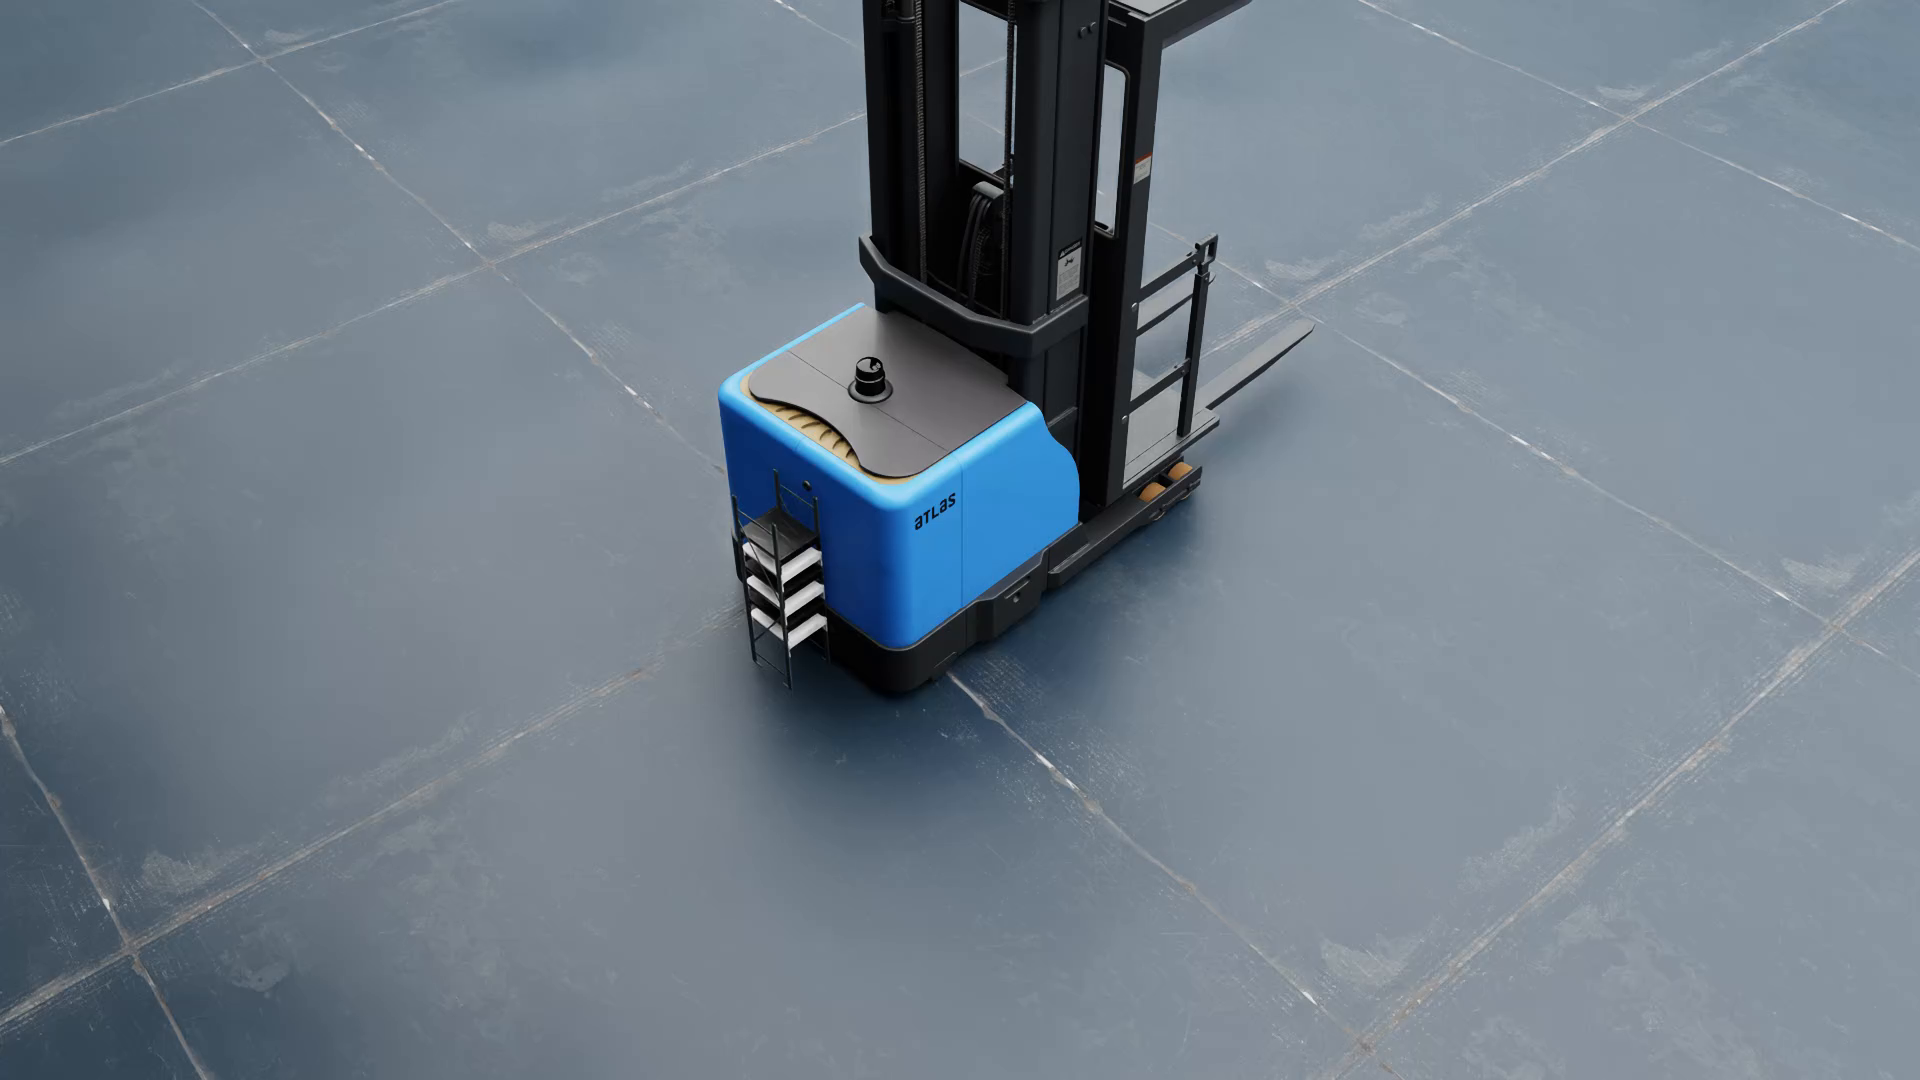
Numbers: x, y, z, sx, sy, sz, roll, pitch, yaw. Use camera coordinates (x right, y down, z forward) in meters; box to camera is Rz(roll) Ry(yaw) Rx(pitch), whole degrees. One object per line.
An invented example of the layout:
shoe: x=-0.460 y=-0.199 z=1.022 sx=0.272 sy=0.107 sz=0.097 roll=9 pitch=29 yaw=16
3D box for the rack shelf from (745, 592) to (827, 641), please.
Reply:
rack shelf: x=-0.686 y=0.258 z=6.551 sx=0.258 sy=0.077 sz=0.200 roll=34 pitch=53 yaw=31

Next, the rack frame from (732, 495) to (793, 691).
rack frame: x=-0.757 y=0.218 z=6.414 sx=0.240 sy=0.900 sz=0.006 roll=34 pitch=53 yaw=31

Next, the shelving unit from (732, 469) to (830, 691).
shelving unit: x=-0.686 y=0.169 z=6.467 sx=0.258 sy=0.900 sz=0.210 roll=34 pitch=53 yaw=31

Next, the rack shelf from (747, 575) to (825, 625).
rack shelf: x=-0.686 y=0.193 z=6.490 sx=0.258 sy=0.077 sz=0.200 roll=34 pitch=53 yaw=31

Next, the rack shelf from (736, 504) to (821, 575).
rack shelf: x=-0.686 y=-0.004 z=6.305 sx=0.258 sy=0.077 sz=0.200 roll=34 pitch=53 yaw=31

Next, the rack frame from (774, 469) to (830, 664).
rack frame: x=-0.616 y=0.119 z=6.520 sx=0.240 sy=0.900 sz=0.006 roll=34 pitch=53 yaw=31

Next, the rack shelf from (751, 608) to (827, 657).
rack shelf: x=-0.686 y=0.324 z=6.613 sx=0.258 sy=0.077 sz=0.200 roll=34 pitch=53 yaw=31

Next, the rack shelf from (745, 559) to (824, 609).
rack shelf: x=-0.686 y=0.127 z=6.428 sx=0.258 sy=0.077 sz=0.200 roll=34 pitch=53 yaw=31

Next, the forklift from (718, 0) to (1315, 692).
forklift: x=0.440 y=-1.378 z=6.630 sx=1.130 sy=2.935 sz=3.031 roll=34 pitch=53 yaw=31

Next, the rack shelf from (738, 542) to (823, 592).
rack shelf: x=-0.686 y=0.062 z=6.366 sx=0.258 sy=0.077 sz=0.200 roll=34 pitch=53 yaw=31
